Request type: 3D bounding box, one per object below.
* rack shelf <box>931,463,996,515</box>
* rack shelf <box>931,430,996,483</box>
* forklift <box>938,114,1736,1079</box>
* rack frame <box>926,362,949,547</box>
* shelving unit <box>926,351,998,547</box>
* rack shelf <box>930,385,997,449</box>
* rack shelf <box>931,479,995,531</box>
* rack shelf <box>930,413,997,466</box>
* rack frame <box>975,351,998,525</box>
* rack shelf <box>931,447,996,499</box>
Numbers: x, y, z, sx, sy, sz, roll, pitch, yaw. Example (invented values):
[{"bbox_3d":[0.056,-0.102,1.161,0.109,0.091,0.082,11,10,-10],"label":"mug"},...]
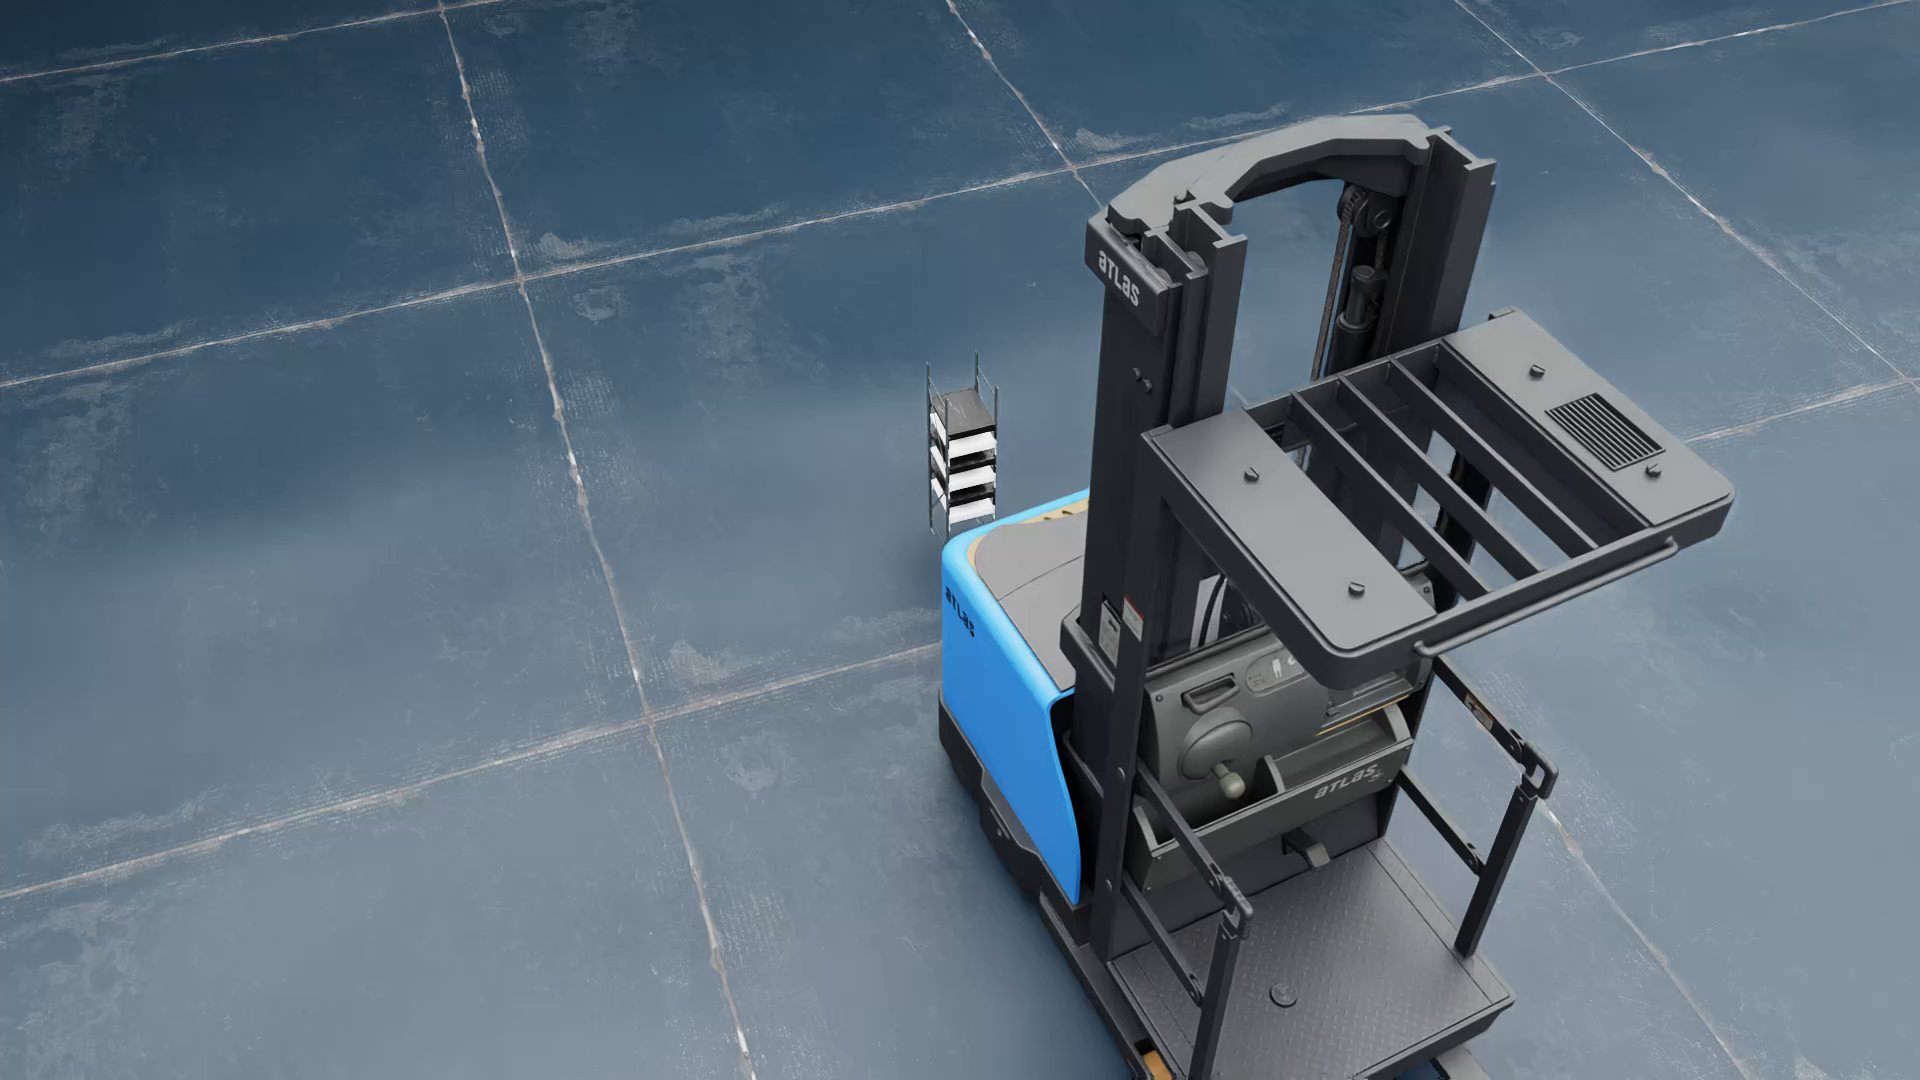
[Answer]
[{"bbox_3d":[0.008,-0.233,6.830,0.200,0.077,0.258,-14,47,-14],"label":"rack shelf"},{"bbox_3d":[0.008,-0.360,6.702,0.200,0.077,0.258,-14,47,-14],"label":"rack shelf"},{"bbox_3d":[1.032,0.505,4.487,1.130,2.935,3.031,-20,48,-18],"label":"forklift"},{"bbox_3d":[-0.088,-0.295,6.718,0.006,0.900,0.240,-14,47,-14],"label":"rack frame"},{"bbox_3d":[0.008,-0.320,6.743,0.210,0.900,0.258,-14,47,-14],"label":"shelving unit"},{"bbox_3d":[0.008,-0.487,6.575,0.200,0.077,0.258,-14,47,-14],"label":"rack shelf"},{"bbox_3d":[0.008,-0.169,6.894,0.200,0.077,0.258,-14,47,-14],"label":"rack shelf"},{"bbox_3d":[0.008,-0.423,6.639,0.200,0.077,0.258,-14,47,-14],"label":"rack shelf"},{"bbox_3d":[0.103,-0.344,6.767,0.006,0.900,0.240,-14,47,-14],"label":"rack frame"},{"bbox_3d":[0.008,-0.296,6.766,0.200,0.077,0.258,-14,47,-14],"label":"rack shelf"}]
